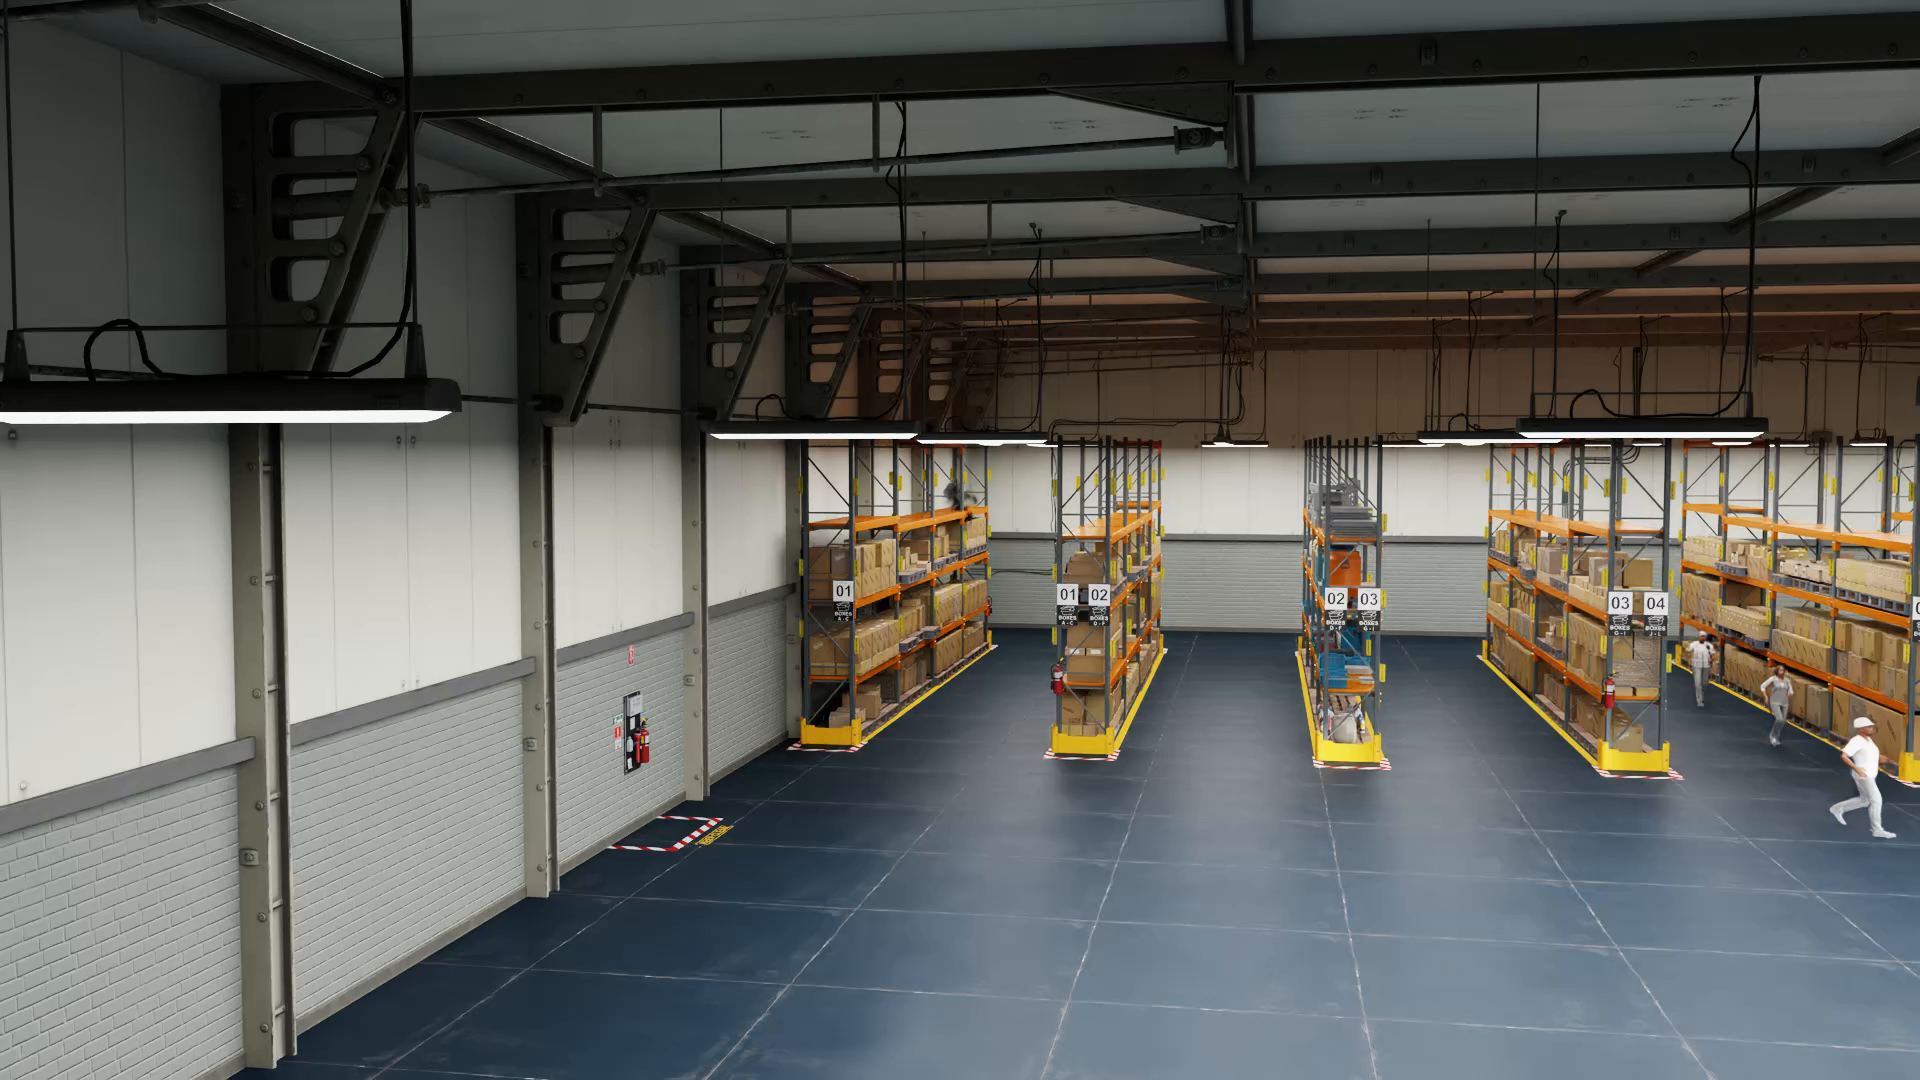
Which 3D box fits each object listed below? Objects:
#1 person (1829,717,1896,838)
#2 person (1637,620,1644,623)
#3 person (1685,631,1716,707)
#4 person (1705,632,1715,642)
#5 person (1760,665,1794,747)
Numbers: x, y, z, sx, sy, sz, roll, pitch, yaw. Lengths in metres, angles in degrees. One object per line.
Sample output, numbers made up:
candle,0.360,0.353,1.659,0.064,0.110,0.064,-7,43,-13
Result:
person,13.409,3.504,24.689,0.932,1.747,0.712,3,4,41
person,17.753,2.535,43.272,0.681,1.802,0.804,1,3,10
person,16.650,2.867,37.371,0.628,1.657,0.886,1,3,13
person,20.732,2.457,45.592,0.702,1.673,0.572,1,3,11
person,15.751,3.189,31.977,0.508,1.587,0.657,0,3,0
